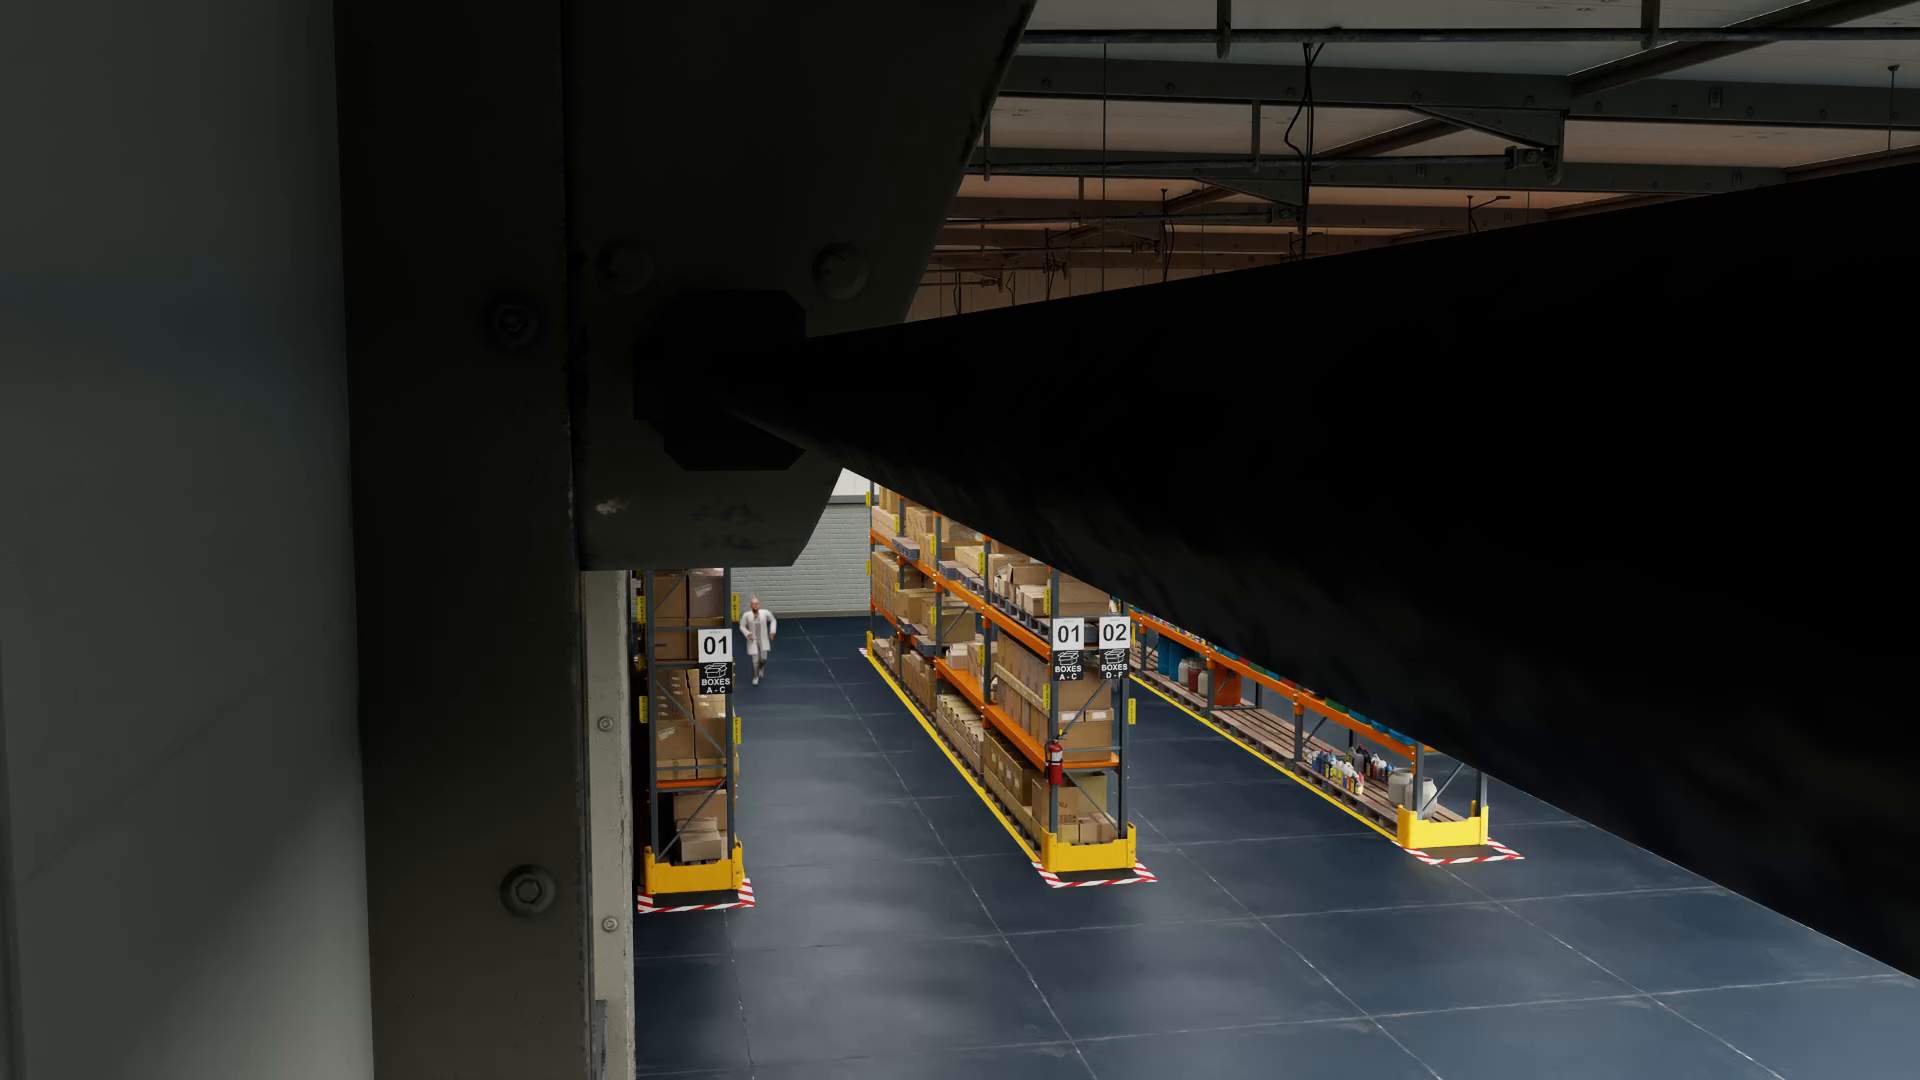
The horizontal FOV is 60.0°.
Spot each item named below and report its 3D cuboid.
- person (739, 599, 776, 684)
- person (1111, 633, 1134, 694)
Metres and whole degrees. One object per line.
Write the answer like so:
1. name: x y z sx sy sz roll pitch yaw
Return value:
1. person: -4.014 2.025 33.033 0.725 1.732 0.696 -1 6 -8
2. person: 2.989 2.207 31.901 0.707 1.537 1.105 1 6 7
